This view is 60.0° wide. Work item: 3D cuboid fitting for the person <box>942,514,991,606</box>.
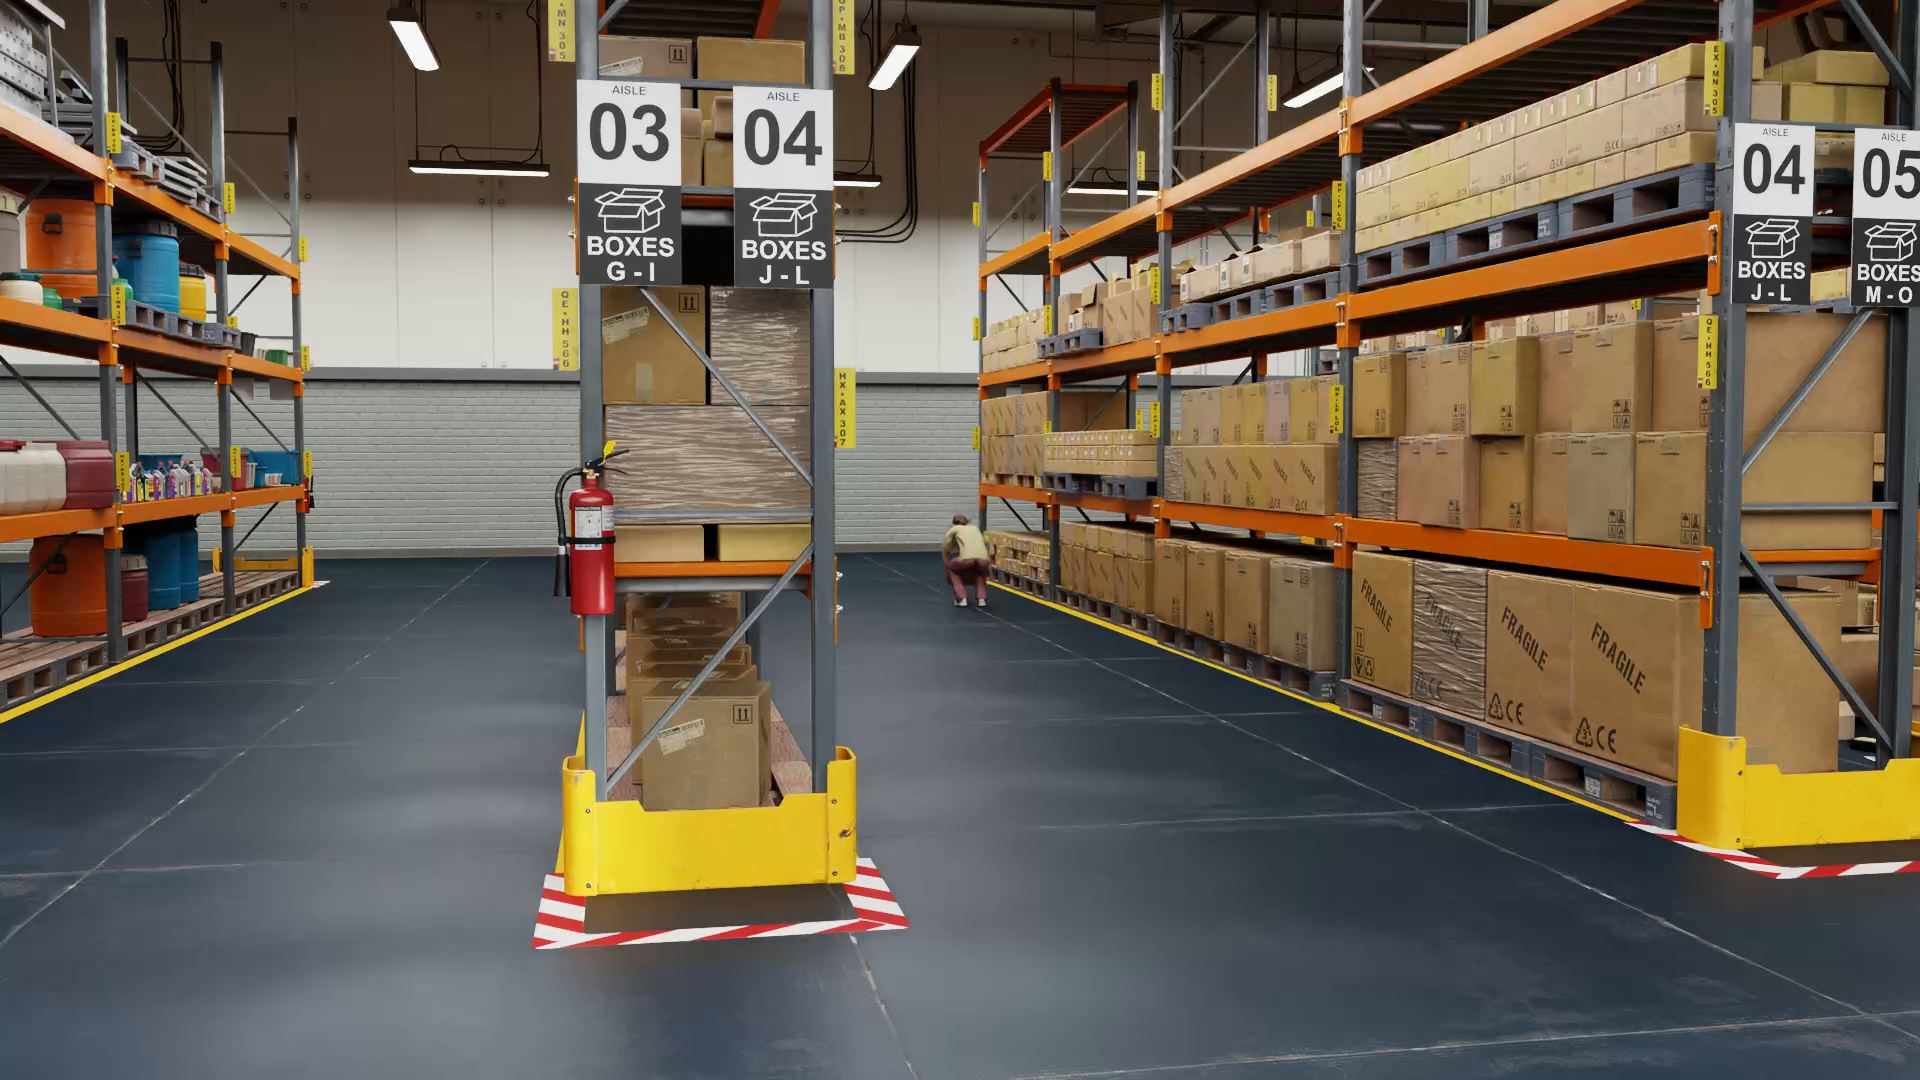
[{"bbox_3d":[0.071,0.230,18.910,0.497,1.028,0.763,-1,3,-12],"label":"person"}]
